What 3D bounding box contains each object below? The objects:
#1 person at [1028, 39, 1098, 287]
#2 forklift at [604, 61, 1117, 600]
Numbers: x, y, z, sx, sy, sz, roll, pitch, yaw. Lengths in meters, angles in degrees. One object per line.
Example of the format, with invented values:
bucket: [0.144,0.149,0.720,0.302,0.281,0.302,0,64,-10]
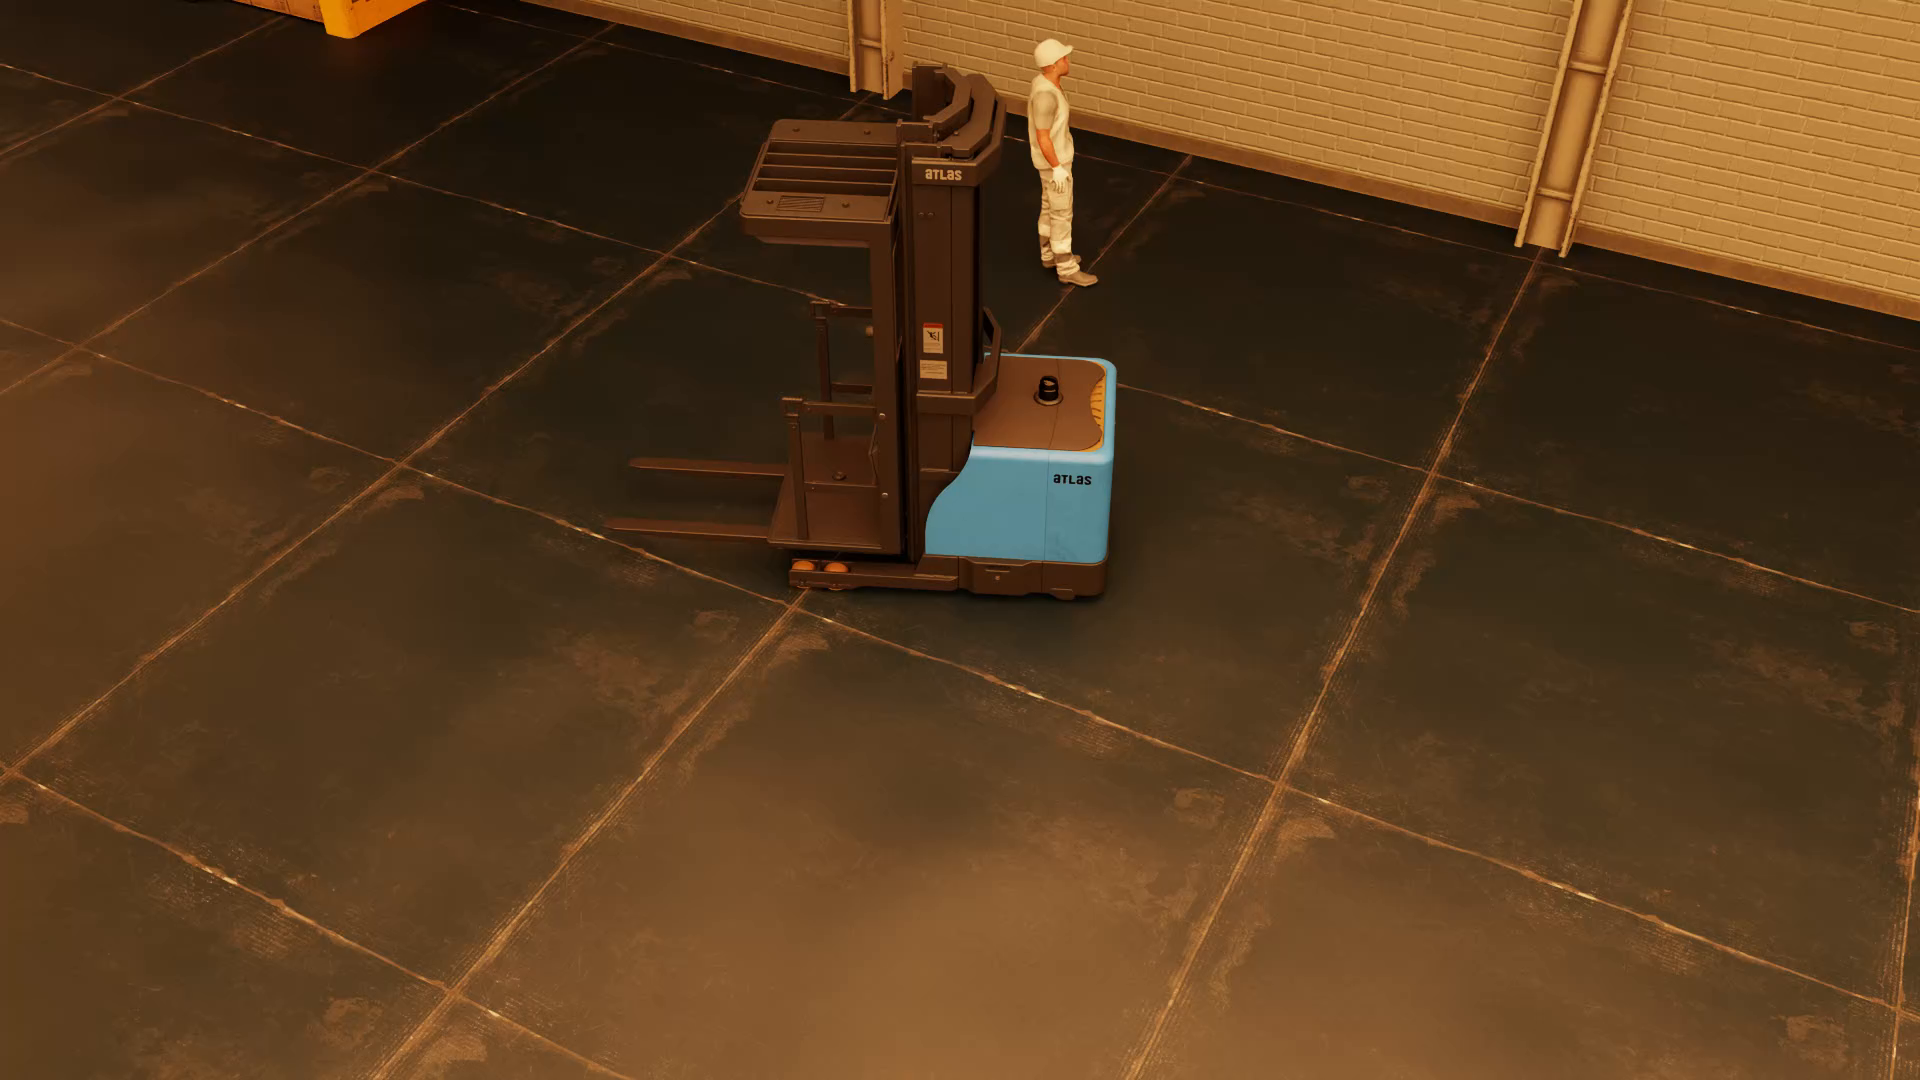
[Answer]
person: [0.767,-2.780,12.162,0.566,1.786,0.637,1,40,2]
forklift: [-0.606,-1.157,9.360,3.031,2.935,1.130,3,40,4]
